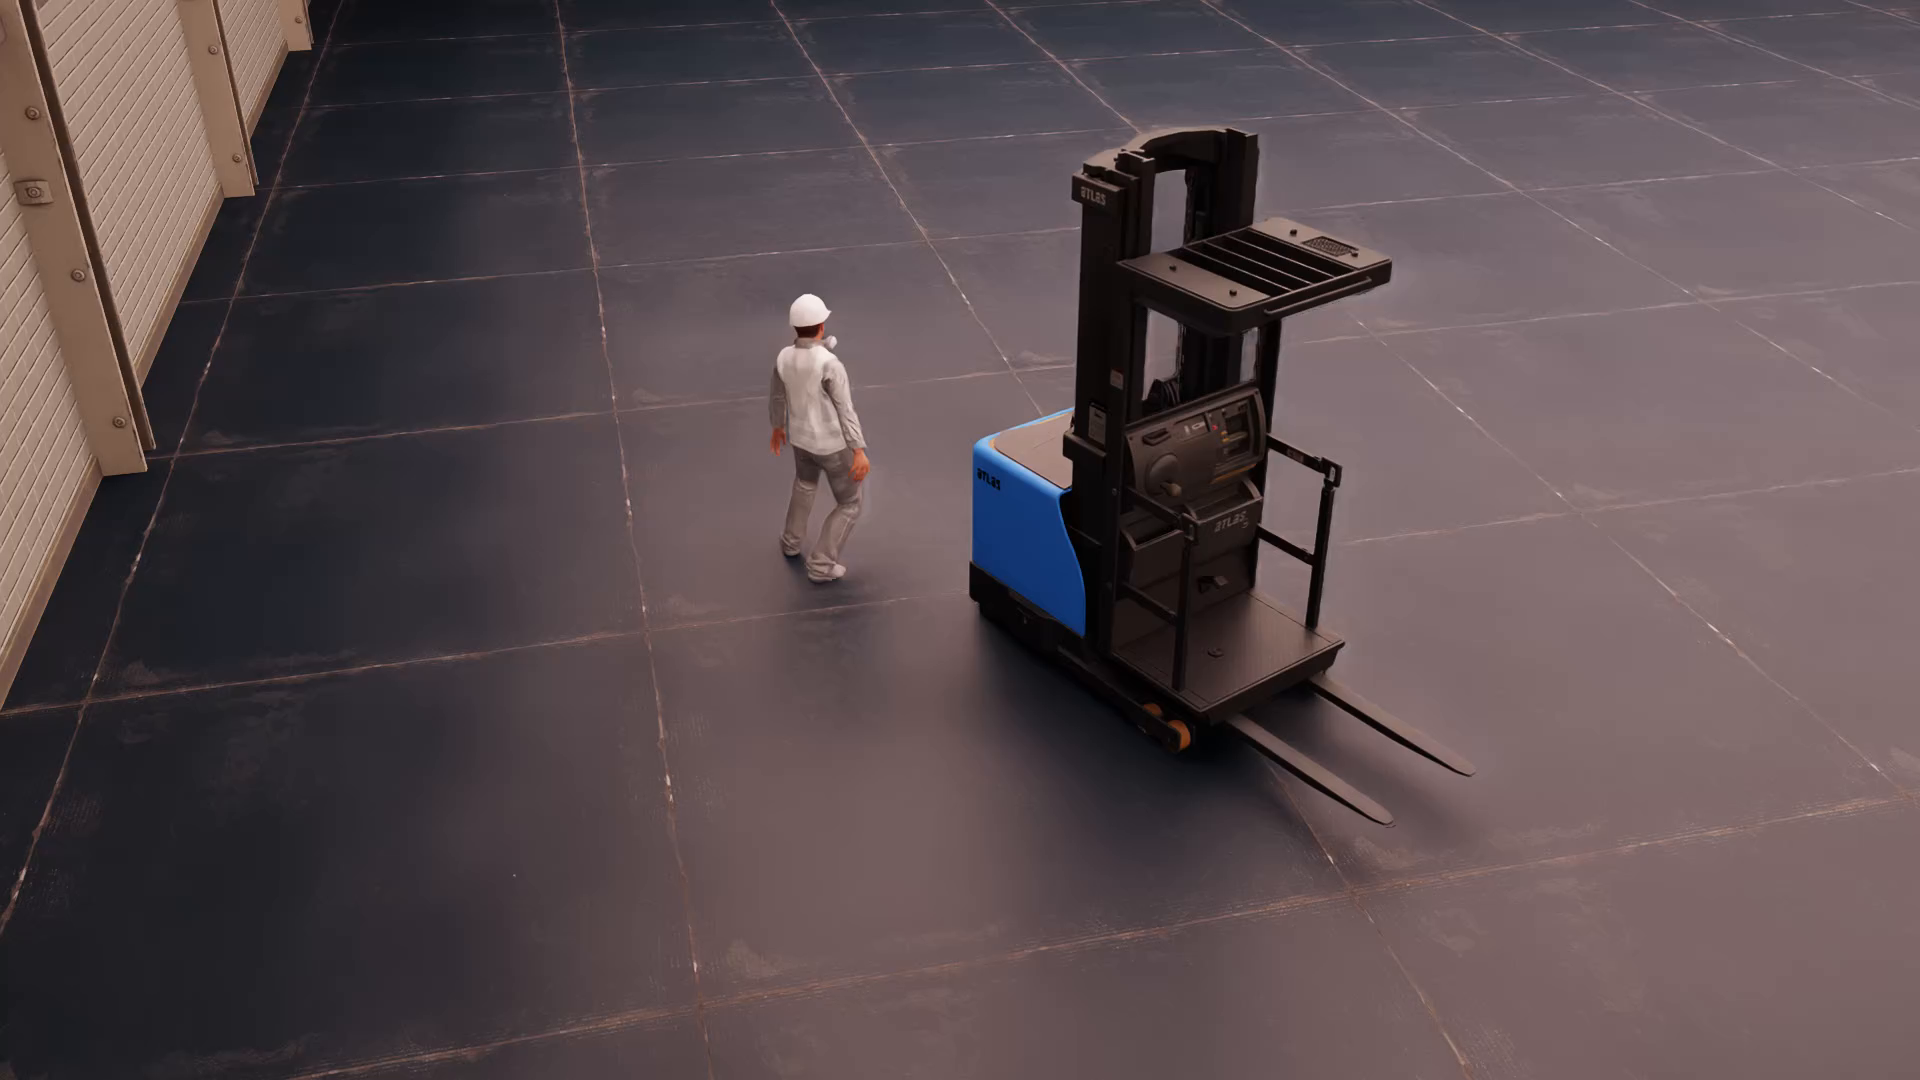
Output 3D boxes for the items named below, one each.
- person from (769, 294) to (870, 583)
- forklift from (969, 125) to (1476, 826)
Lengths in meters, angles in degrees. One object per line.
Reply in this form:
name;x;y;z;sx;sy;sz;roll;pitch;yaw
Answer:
person;-0.842;-0.582;9.847;0.875;1.731;0.492;25;39;36
forklift;1.343;-0.451;8.354;1.130;2.935;3.031;-21;36;-31
